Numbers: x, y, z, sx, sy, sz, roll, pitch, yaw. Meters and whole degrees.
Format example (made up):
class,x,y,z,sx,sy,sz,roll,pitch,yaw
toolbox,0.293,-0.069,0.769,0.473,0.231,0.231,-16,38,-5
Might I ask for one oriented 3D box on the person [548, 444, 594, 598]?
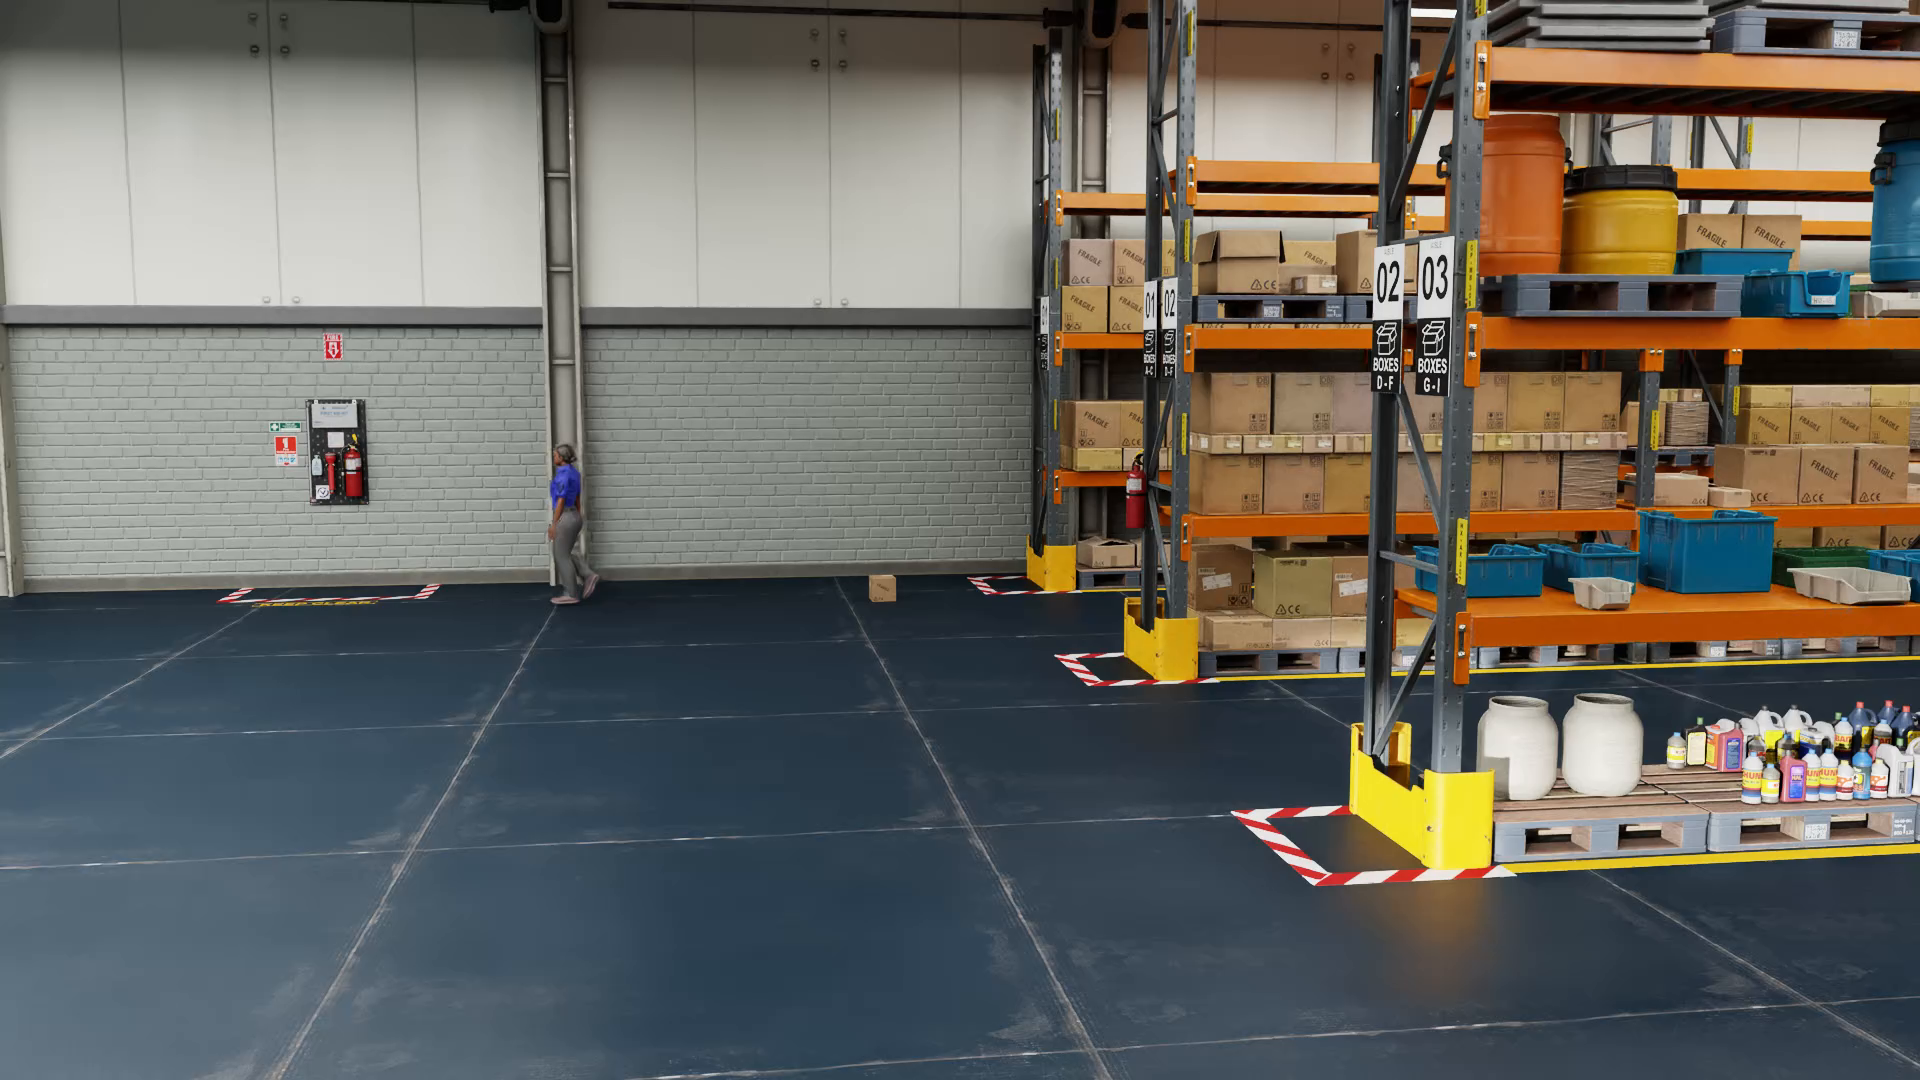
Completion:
class,x,y,z,sx,sy,sz,roll,pitch,yaw
person,-4.021,-0.199,17.101,0.440,1.577,0.444,0,7,4
